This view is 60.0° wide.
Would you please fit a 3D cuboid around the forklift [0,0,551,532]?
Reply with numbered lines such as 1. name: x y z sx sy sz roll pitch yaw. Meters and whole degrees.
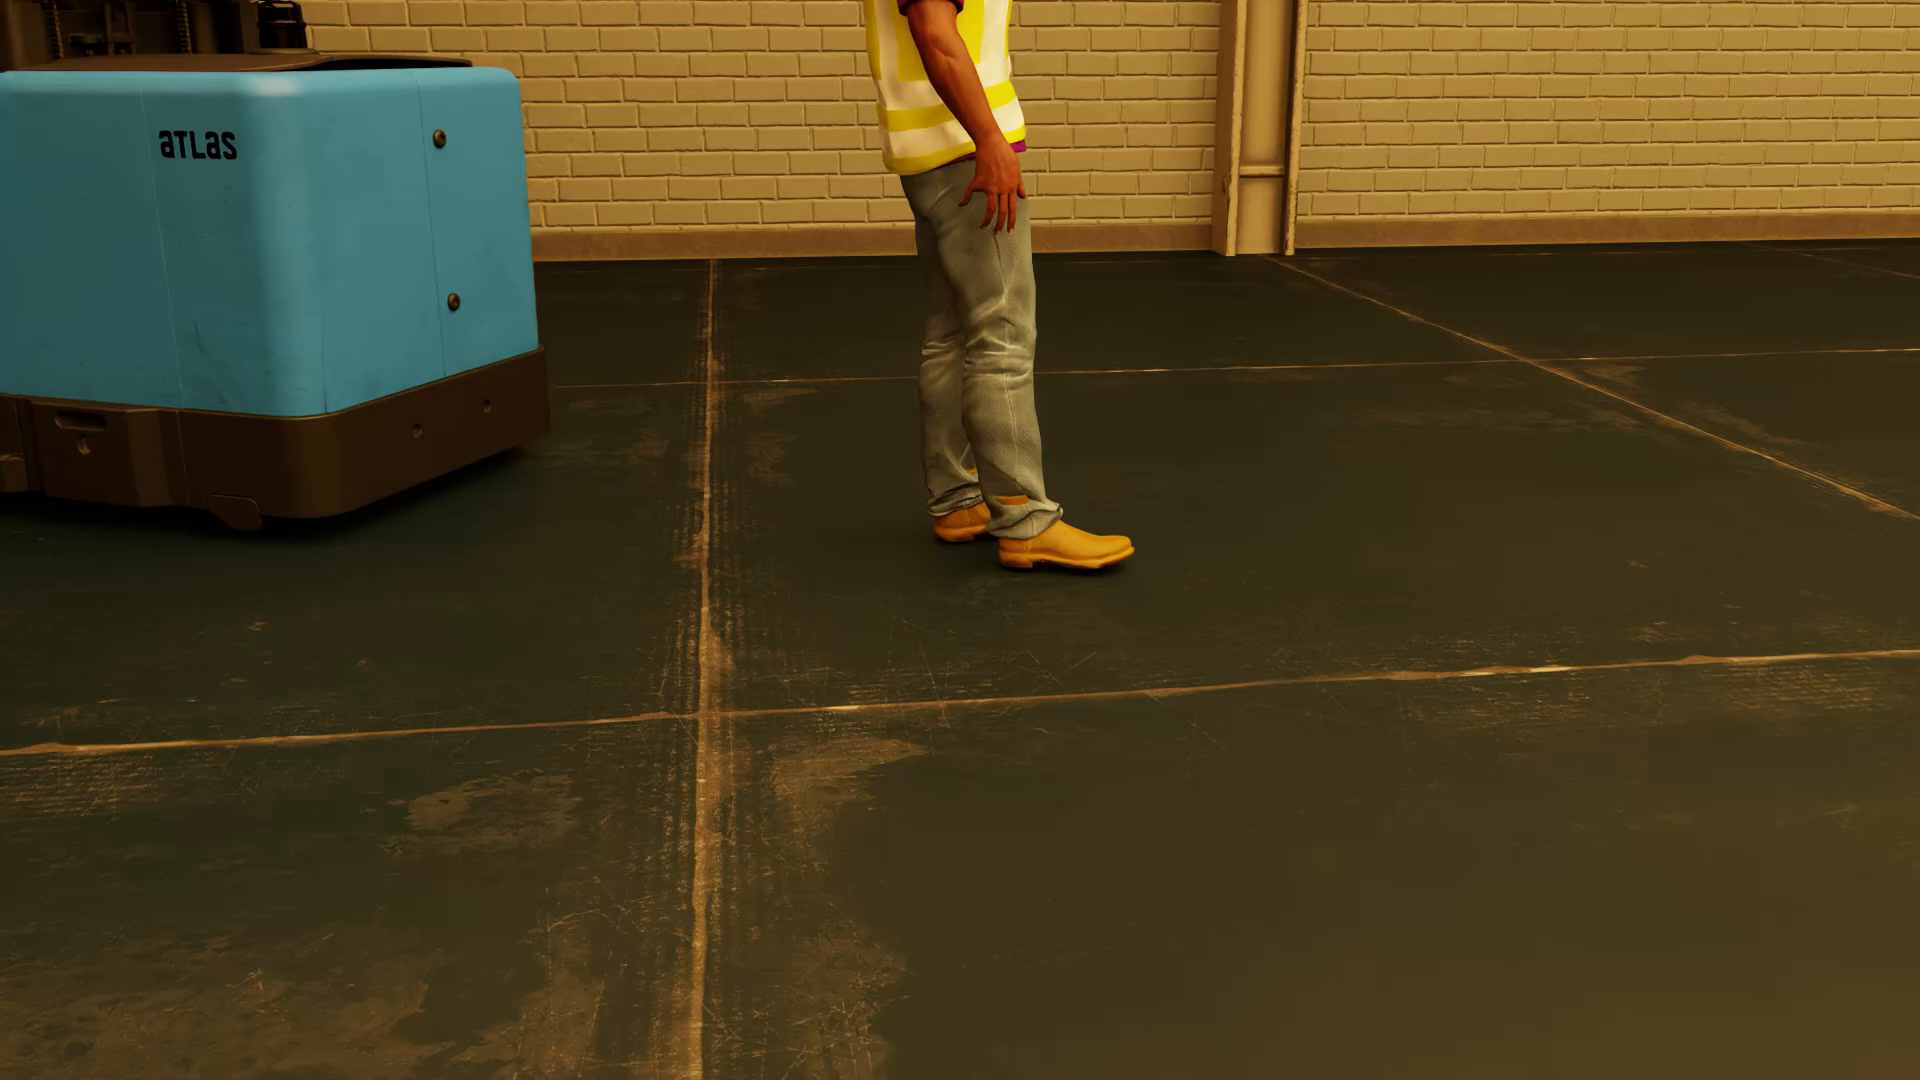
1. forklift: -2.743 -1.658 4.387 3.031 2.935 1.130 6 18 18

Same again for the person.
1. person: 0.070 -0.854 3.713 0.575 1.768 0.665 -2 17 -8
